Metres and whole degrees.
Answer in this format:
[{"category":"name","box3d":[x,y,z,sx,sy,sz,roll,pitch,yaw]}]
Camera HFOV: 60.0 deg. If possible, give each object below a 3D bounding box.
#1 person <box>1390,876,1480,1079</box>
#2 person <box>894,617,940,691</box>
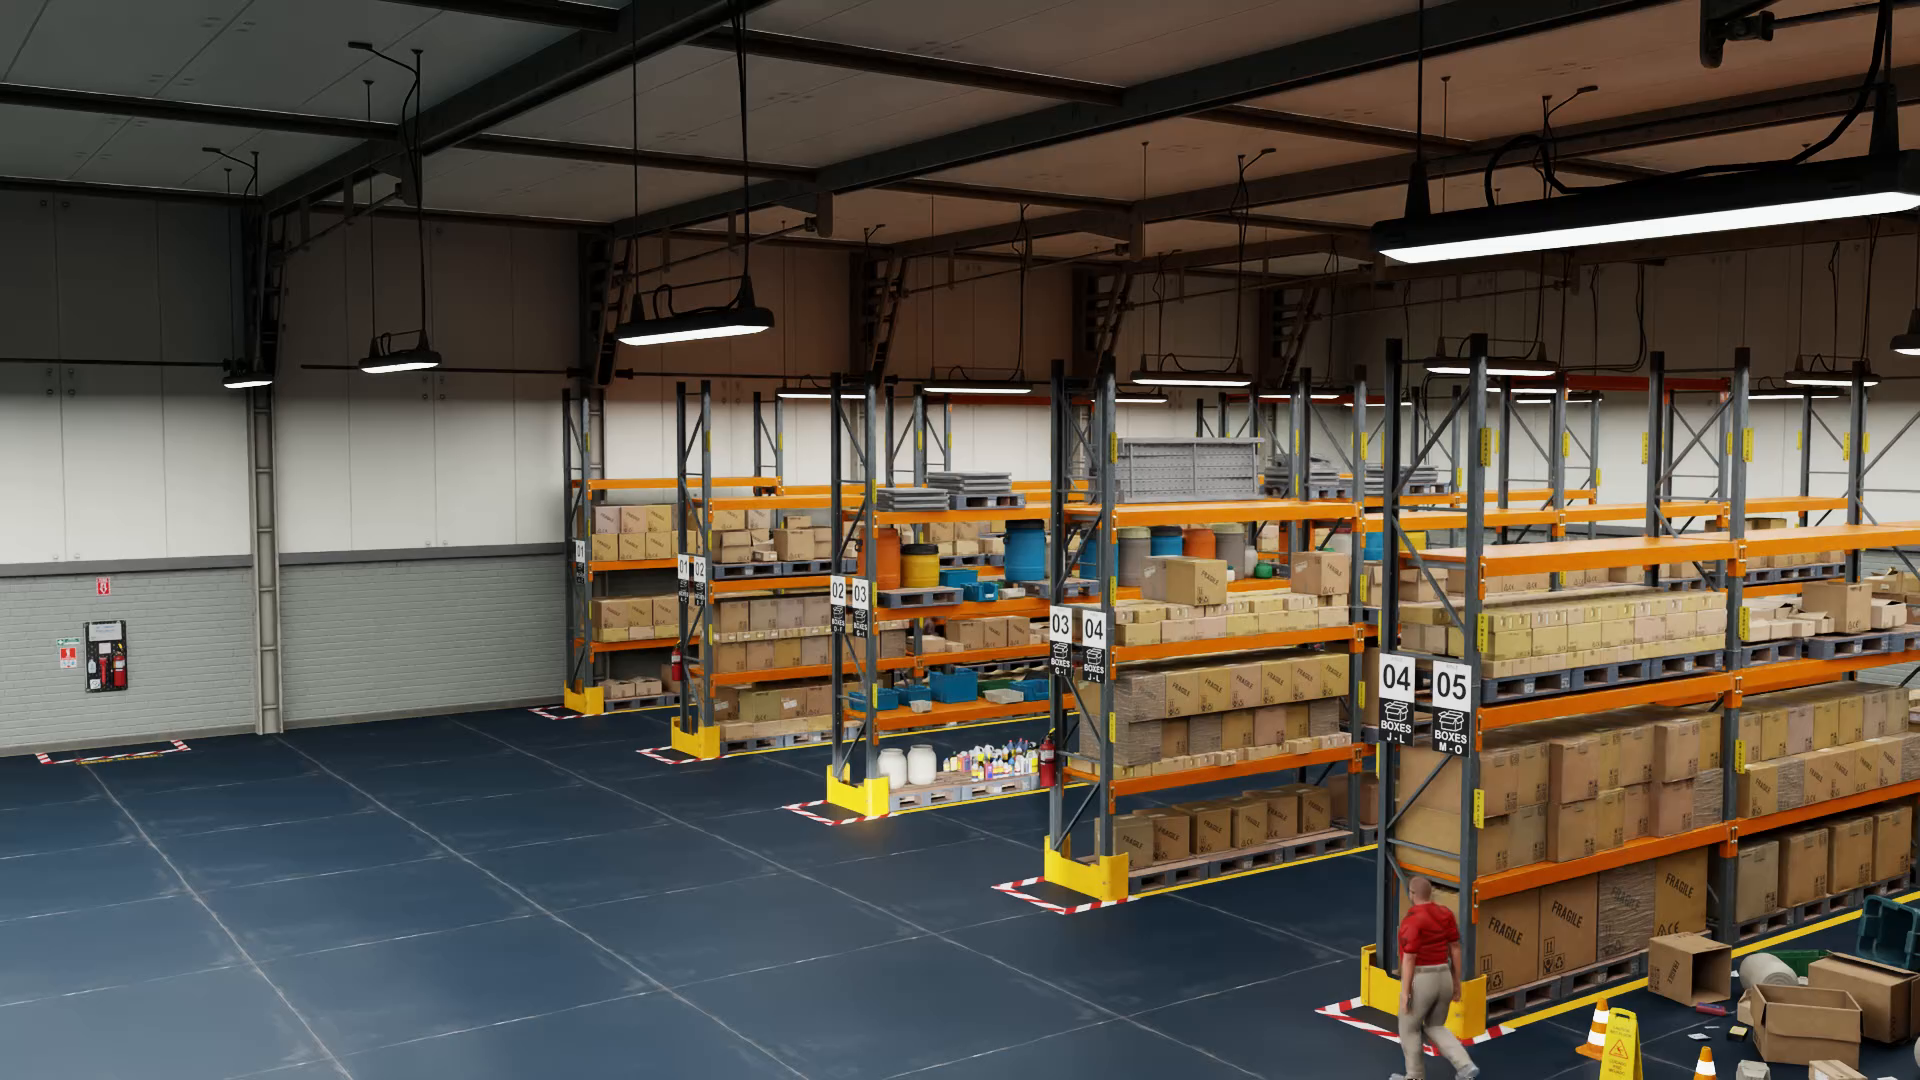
[{"category":"person","box3d":[3.671,3.466,12.890,0.550,1.701,0.704,-2,4,-29]},{"category":"person","box3d":[-0.784,2.176,32.772,1.129,1.707,0.694,-2,4,-32]}]
